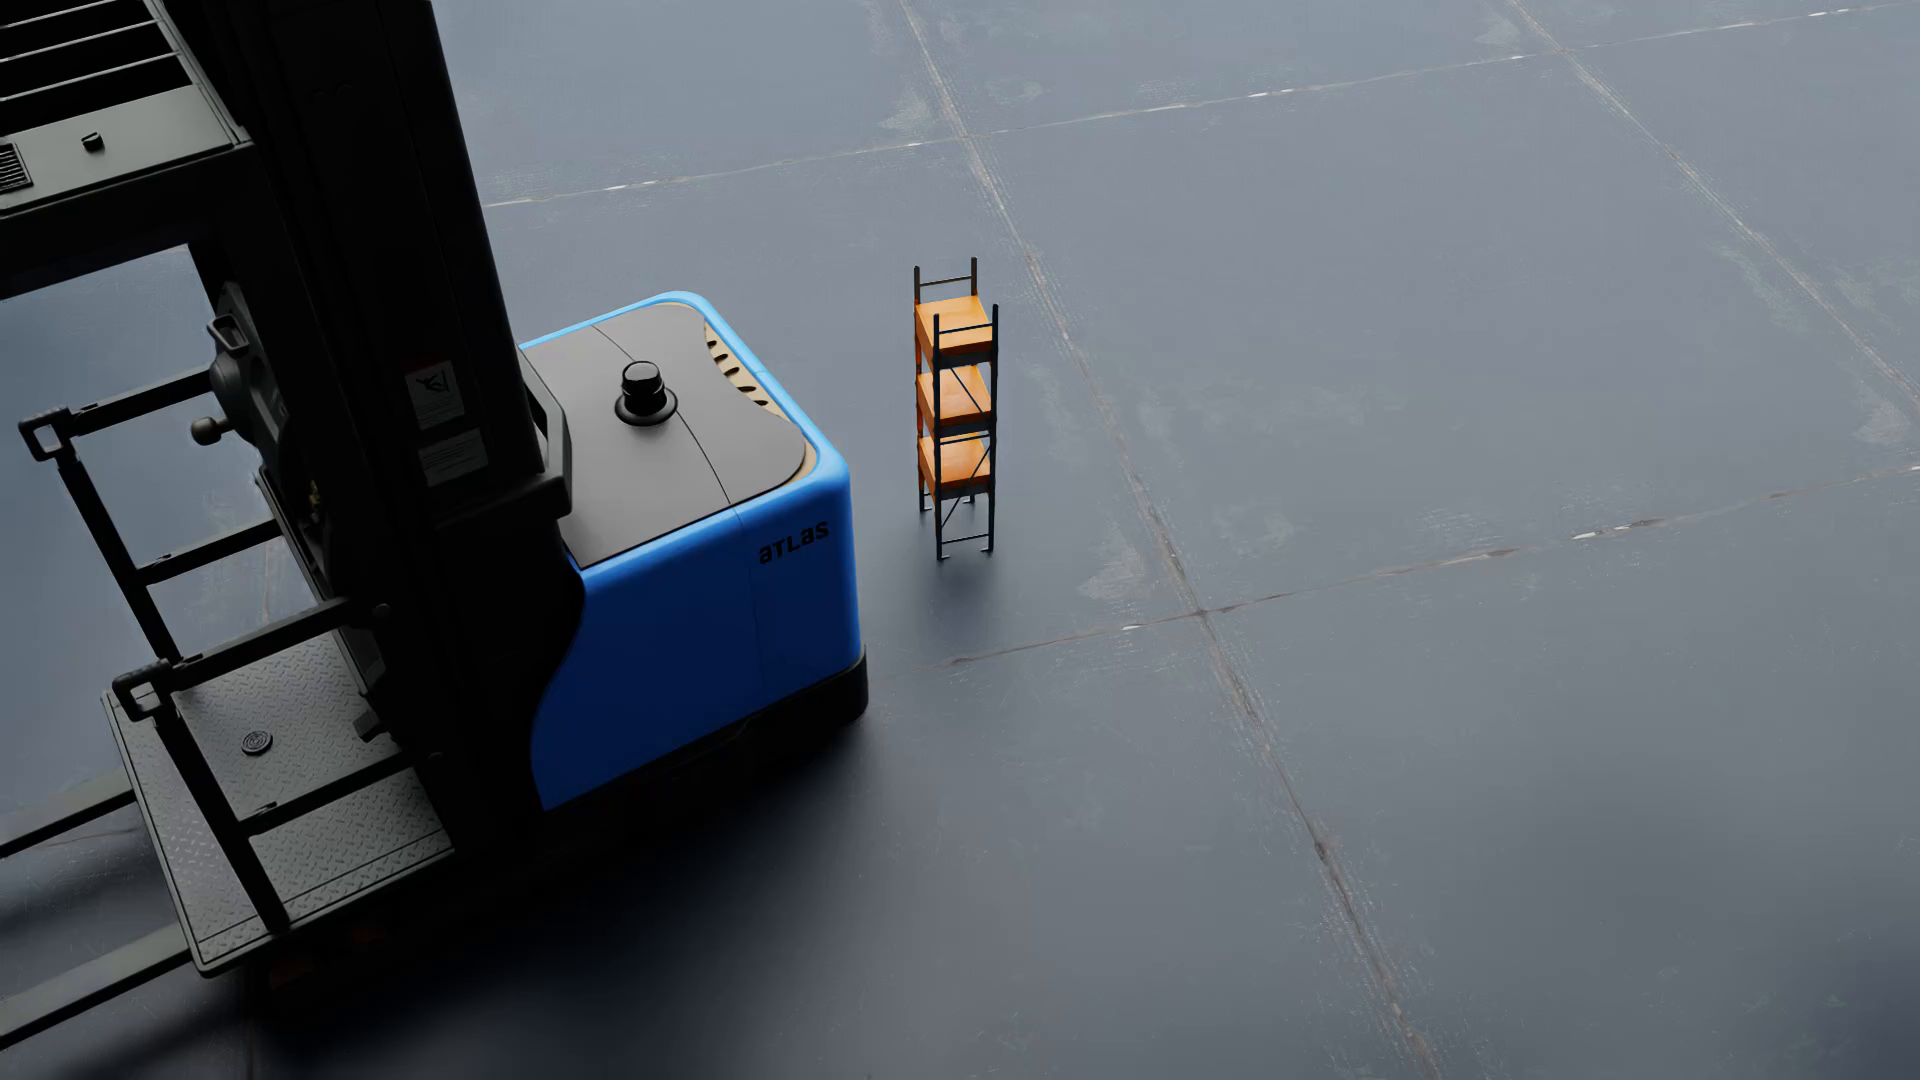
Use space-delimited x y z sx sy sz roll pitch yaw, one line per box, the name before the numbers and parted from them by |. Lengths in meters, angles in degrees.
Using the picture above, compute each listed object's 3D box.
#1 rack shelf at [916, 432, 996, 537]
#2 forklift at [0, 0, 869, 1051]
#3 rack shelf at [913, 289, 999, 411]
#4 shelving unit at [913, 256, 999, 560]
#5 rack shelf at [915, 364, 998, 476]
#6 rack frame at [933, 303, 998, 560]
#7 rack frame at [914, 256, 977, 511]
rack shelf | -0.014 -0.202 5.617 0.215 0.259 0.240 -11 47 -10
forklift | -1.802 -0.192 3.886 3.031 2.935 1.130 -24 50 -22
rack shelf | -0.014 -0.596 5.216 0.215 0.259 0.240 -11 47 -10
shelving unit | -0.014 -0.404 5.411 0.215 1.050 0.252 -11 47 -10
rack shelf | -0.014 -0.397 5.419 0.215 0.259 0.240 -11 47 -10
rack frame | 0.018 -0.320 5.329 0.200 1.050 0.008 -11 47 -10
rack frame | -0.045 -0.489 5.494 0.200 1.050 0.008 -11 47 -10
